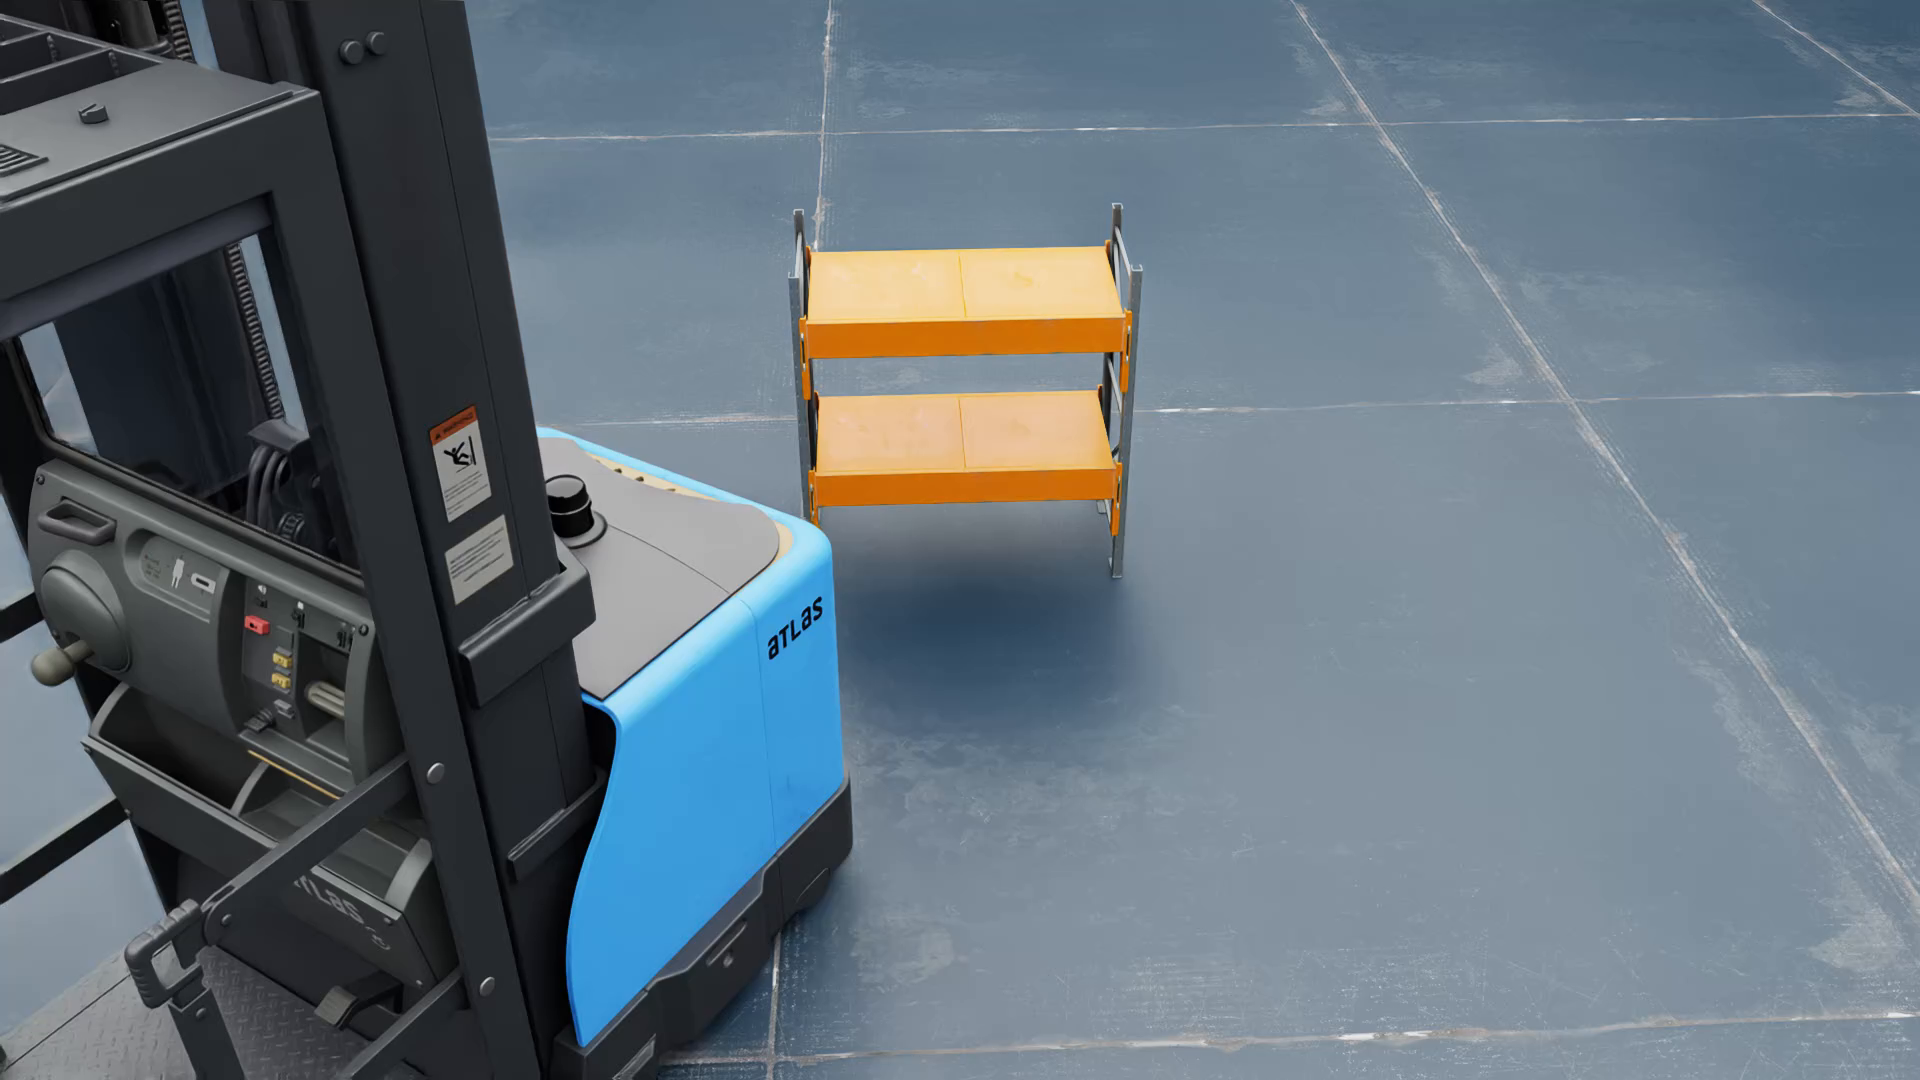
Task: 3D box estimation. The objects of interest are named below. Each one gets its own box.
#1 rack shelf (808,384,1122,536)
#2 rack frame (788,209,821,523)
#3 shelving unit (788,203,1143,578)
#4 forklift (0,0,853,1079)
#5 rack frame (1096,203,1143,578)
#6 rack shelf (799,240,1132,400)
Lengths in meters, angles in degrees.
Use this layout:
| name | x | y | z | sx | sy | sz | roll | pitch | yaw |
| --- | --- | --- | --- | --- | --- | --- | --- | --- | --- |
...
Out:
| name | x | y | z | sx | sy | sz | roll | pitch | yaw |
| --- | --- | --- | --- | --- | --- | --- | --- | --- | --- |
| rack shelf | 0.007 | -0.262 | 5.569 | 1.000 | 0.278 | 0.538 | -2 | 35 | -2 |
| rack frame | -0.501 | -0.449 | 5.410 | 0.032 | 1.125 | 0.500 | -2 | 35 | -2 |
| shelving unit | 0.007 | -0.463 | 5.430 | 1.048 | 1.125 | 0.538 | -2 | 35 | -2 |
| forklift | -1.491 | 0.220 | 2.857 | 1.130 | 2.935 | 3.031 | 19 | 39 | 26 |
| rack frame | 0.515 | -0.476 | 5.450 | 0.032 | 1.125 | 0.500 | -2 | 35 | -2 |
| rack shelf | 0.007 | -0.703 | 5.264 | 1.000 | 0.278 | 0.538 | -2 | 35 | -2 |
